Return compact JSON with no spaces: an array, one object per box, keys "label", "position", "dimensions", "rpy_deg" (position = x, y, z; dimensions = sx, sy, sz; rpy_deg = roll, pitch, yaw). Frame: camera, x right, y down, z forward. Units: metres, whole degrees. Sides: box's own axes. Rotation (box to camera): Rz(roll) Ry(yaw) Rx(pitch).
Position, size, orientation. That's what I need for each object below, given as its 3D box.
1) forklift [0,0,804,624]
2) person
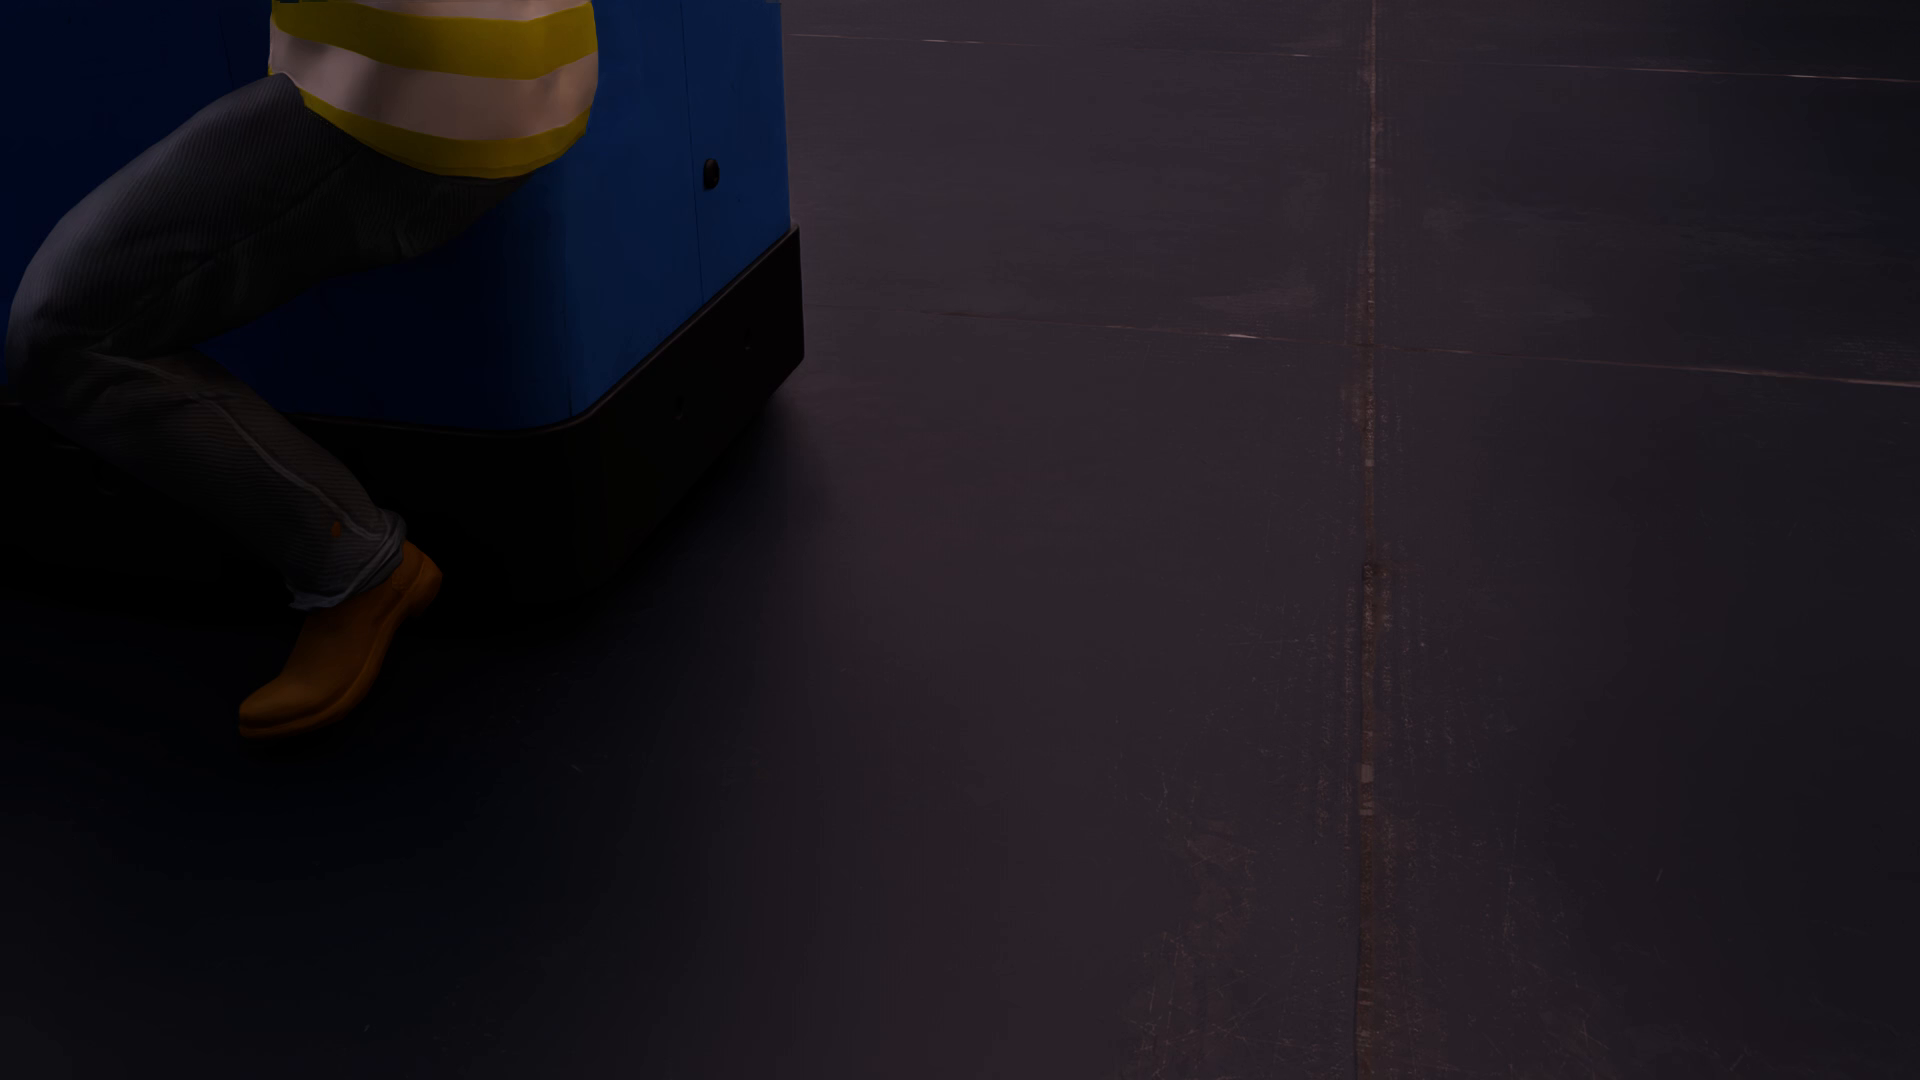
[{"label":"forklift","position":[-1.853,-1.530,2.280],"dimensions":[3.031,2.935,1.130],"rpy_deg":[6,27,11]},{"label":"person","position":[-0.795,-0.587,1.909],"dimensions":[0.730,1.522,0.997],"rpy_deg":[4,27,7]}]
